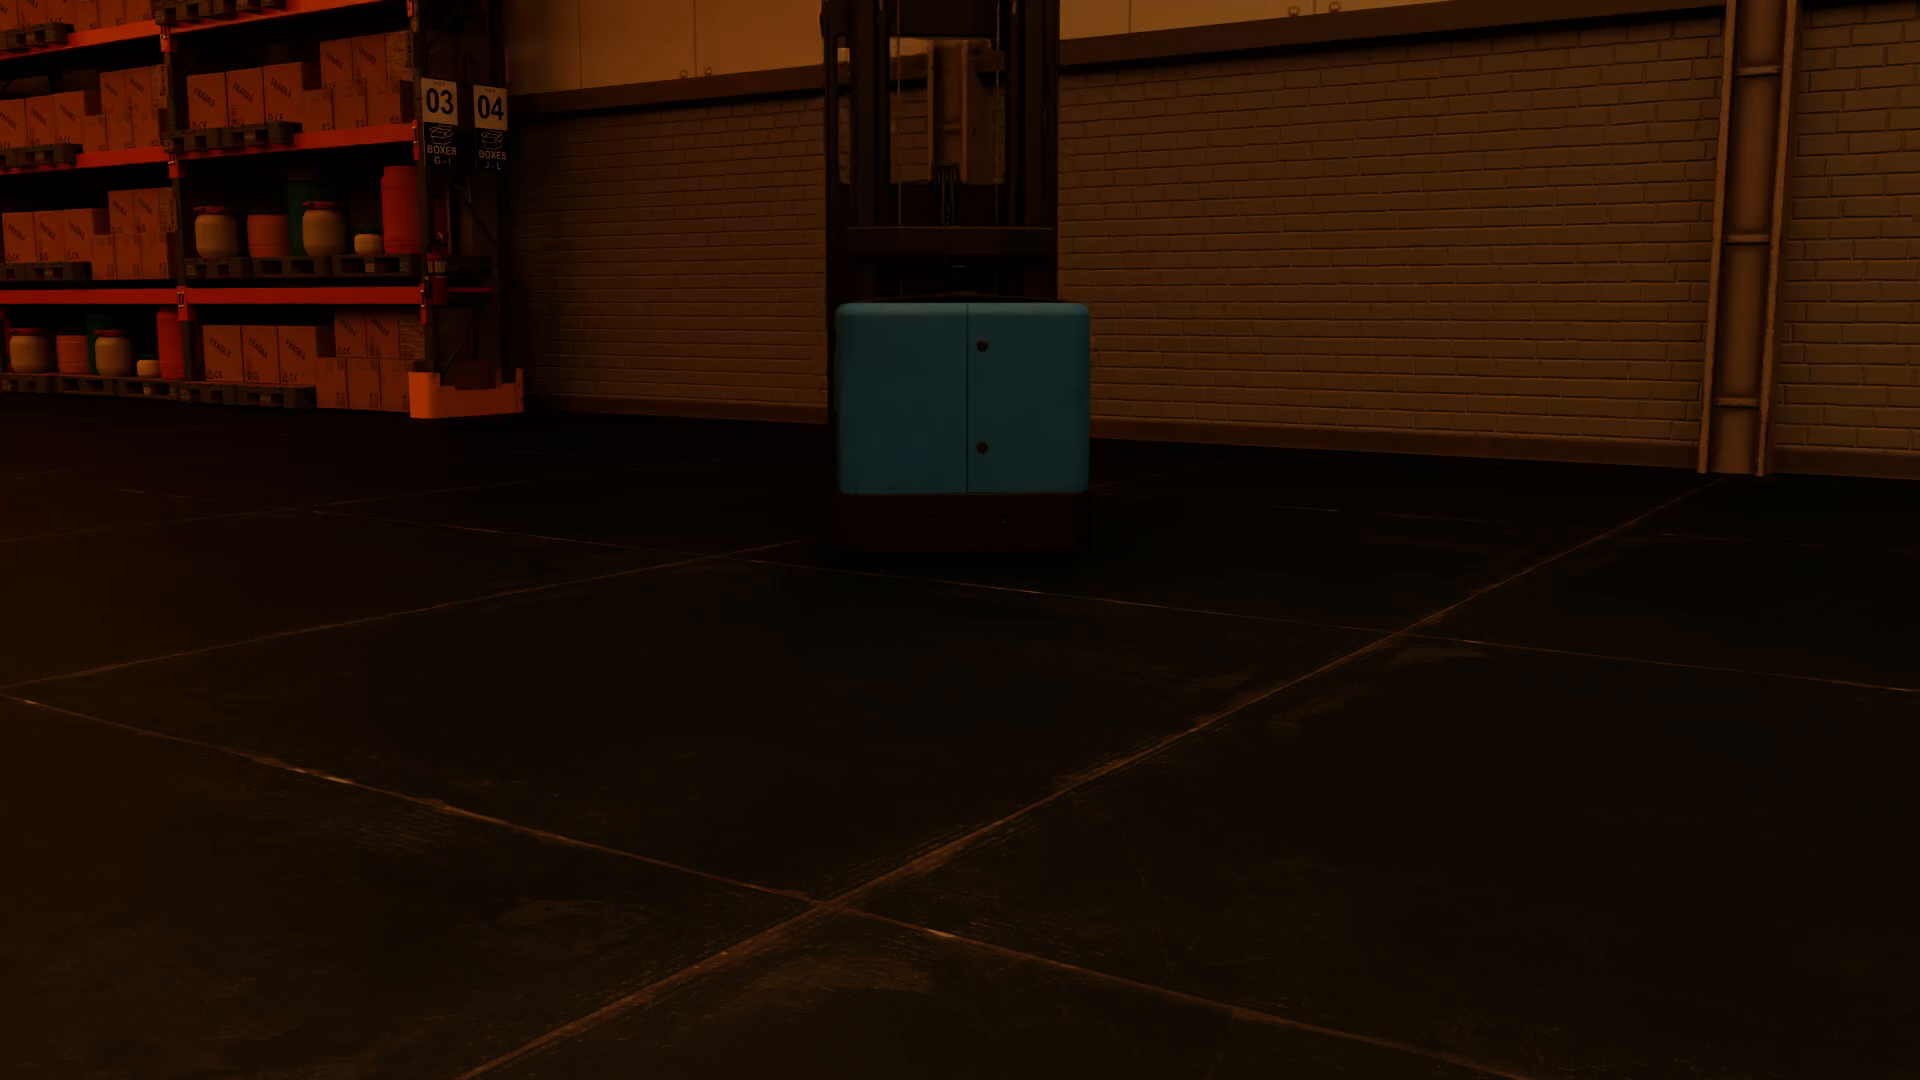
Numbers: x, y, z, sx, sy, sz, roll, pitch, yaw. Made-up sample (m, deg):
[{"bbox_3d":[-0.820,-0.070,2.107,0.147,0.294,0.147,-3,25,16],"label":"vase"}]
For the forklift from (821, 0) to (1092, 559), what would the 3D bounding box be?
[{"bbox_3d":[-0.111,-1.541,8.029,1.130,2.935,3.031,-1,8,-5],"label":"forklift"}]
